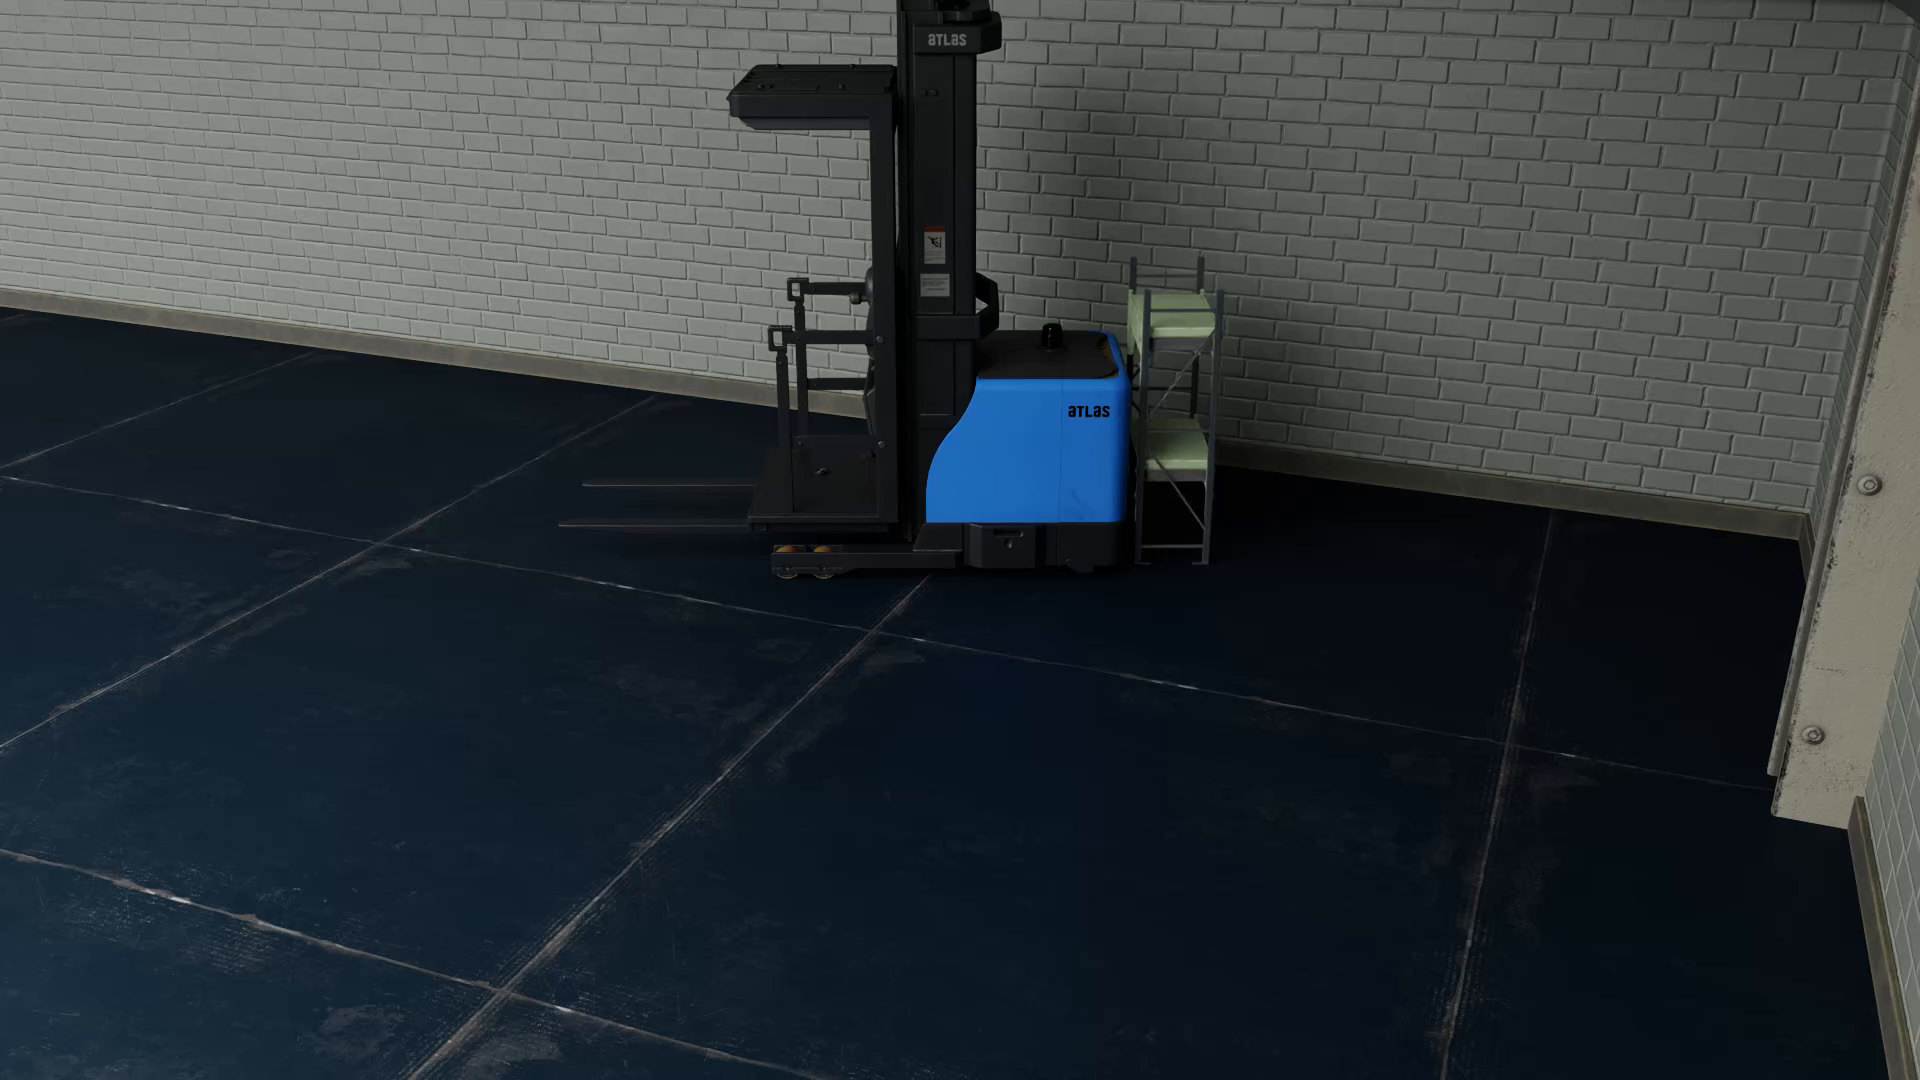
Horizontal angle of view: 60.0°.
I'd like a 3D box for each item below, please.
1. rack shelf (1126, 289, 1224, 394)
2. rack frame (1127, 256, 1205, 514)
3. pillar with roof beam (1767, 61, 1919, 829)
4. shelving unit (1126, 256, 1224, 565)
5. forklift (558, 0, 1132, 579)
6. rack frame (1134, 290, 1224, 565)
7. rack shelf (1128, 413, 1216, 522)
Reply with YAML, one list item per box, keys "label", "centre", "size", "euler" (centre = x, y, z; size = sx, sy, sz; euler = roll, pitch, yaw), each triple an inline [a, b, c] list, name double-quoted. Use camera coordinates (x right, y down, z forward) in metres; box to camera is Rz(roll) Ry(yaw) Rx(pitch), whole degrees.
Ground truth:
- label: "rack shelf"
  centre: [1.129, -1.065, 8.837]
  size: [0.431, 0.370, 0.720]
  euler: [0, 23, 0]
- label: "rack frame"
  centre: [1.132, -0.846, 9.325]
  size: [0.400, 1.500, 0.023]
  euler: [0, 23, 0]
- label: "pillar with roof beam"
  centre: [-0.546, -3.721, 6.483]
  size: [9.100, 9.000, 0.400]
  euler: [9, 24, 20]
- label: "shelving unit"
  centre: [1.132, -0.705, 8.987]
  size: [0.431, 1.500, 0.755]
  euler: [0, 23, 0]
- label: "forklift"
  centre: [-0.629, -1.353, 8.685]
  size: [3.031, 2.935, 1.130]
  euler: [0, 23, 0]
- label: "rack frame"
  centre: [1.132, -0.563, 8.649]
  size: [0.400, 1.500, 0.023]
  euler: [0, 23, 0]
- label: "rack shelf"
  centre: [1.134, -0.404, 9.113]
  size: [0.431, 0.370, 0.720]
  euler: [0, 23, 0]
